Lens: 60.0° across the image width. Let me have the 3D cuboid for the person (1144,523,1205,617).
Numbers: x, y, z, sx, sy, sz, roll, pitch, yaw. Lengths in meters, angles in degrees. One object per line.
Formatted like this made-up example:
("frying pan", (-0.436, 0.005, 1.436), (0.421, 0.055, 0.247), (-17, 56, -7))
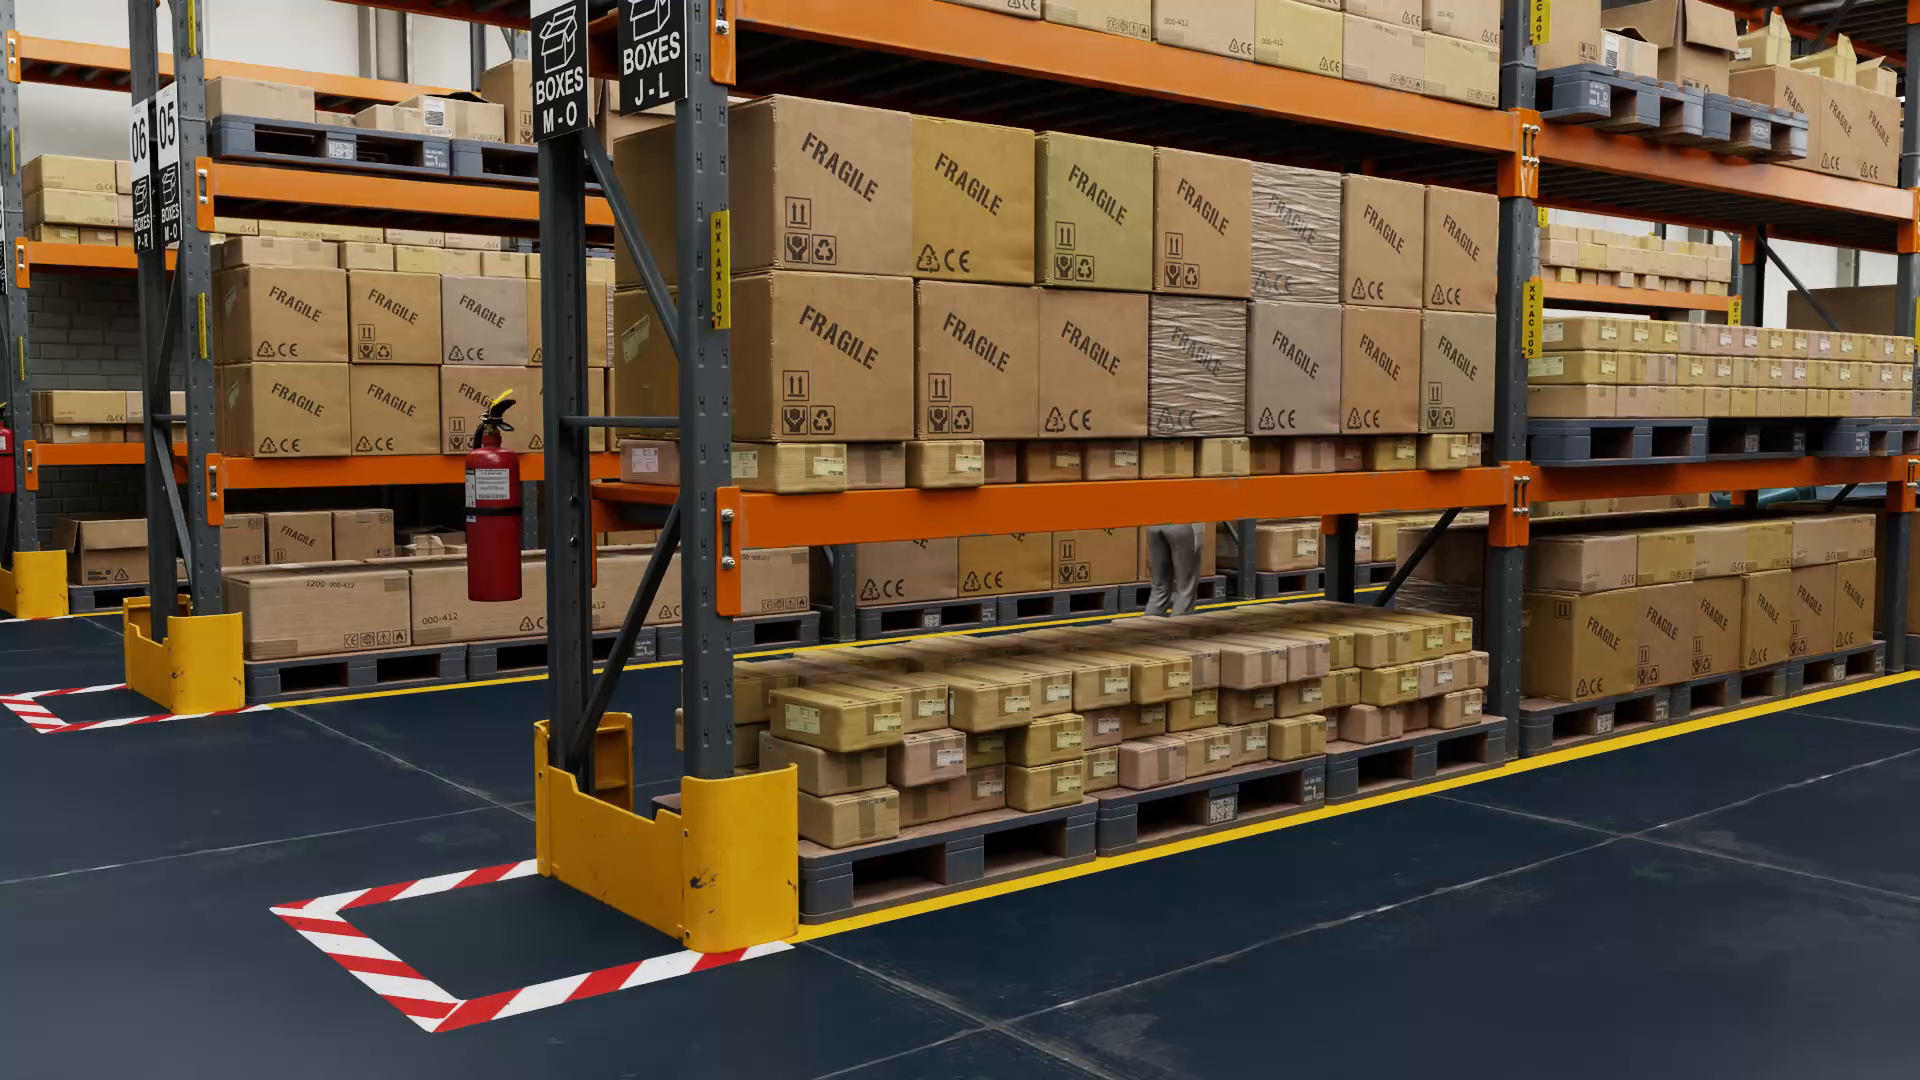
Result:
("person", (1.281, -0.061, 9.929), (0.338, 1.682, 0.468), (-3, 6, -38))
